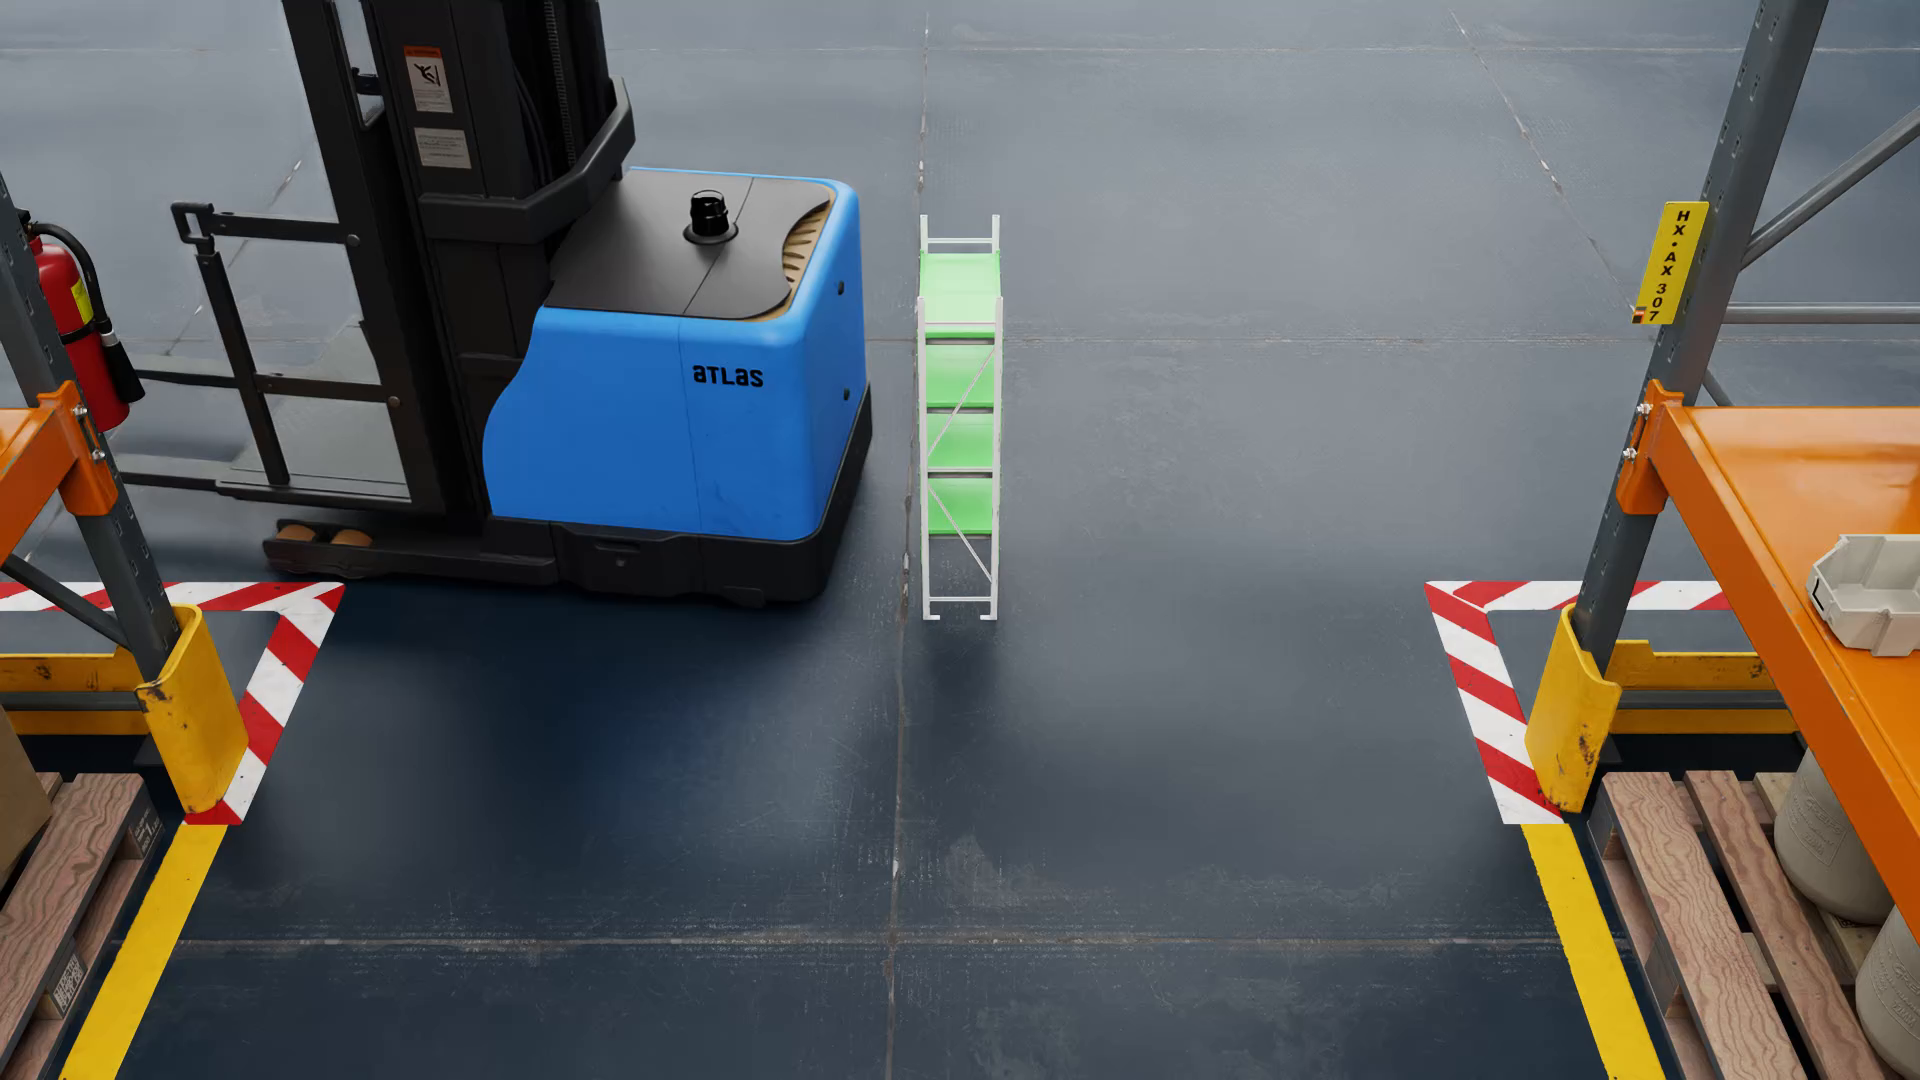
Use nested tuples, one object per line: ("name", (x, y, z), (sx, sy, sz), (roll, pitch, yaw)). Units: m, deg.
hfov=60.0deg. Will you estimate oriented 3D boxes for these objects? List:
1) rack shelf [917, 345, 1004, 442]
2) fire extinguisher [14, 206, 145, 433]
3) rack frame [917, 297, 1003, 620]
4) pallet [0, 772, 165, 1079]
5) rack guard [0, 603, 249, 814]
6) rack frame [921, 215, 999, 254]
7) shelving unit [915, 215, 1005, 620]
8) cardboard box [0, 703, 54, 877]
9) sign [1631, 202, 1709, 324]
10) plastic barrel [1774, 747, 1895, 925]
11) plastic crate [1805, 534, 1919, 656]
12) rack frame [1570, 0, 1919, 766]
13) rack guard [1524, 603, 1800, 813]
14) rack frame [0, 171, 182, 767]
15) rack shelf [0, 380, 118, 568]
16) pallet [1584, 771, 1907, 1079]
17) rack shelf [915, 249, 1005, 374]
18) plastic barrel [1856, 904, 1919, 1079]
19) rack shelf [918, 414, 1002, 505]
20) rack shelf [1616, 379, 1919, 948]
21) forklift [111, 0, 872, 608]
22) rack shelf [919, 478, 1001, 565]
("rack shelf", (0.000, -0.502, 5.135), (0.258, 0.148, 0.480), (0, 39, 0))
("fire extinguisher", (-2.259, -0.581, 4.139), (0.296, 0.674, 0.183), (0, 39, 0))
("rack frame", (0.000, -0.212, 5.055), (0.240, 1.200, 0.015), (0, 39, 0))
("pallet", (-2.754, 1.104, 4.204), (1.003, 0.211, 1.213), (0, 39, 0))
("rack guard", (-2.720, 0.483, 4.747), (1.175, 0.500, 0.348), (0, 39, 0))
("rack frame", (0.000, -0.517, 5.436), (0.240, 1.200, 0.015), (0, 39, 0))
("shelving unit", (0.000, -0.365, 5.246), (0.258, 1.200, 0.503), (0, 39, 0))
("cardboard box", (-2.736, 0.662, 4.188), (0.500, 0.500, 0.500), (7, 39, 8))
("sign", (1.683, -0.654, 3.946), (0.100, 0.325, 0.005), (0, 39, 0))
("plastic barrel", (2.310, 0.675, 4.162), (0.421, 0.512, 0.421), (0, 39, 0))
("plastic crate", (1.912, 0.119, 3.413), (0.298, 0.136, 0.250), (0, 39, 0))
("rack frame", (2.233, -0.543, 4.029), (1.000, 3.000, 0.127), (0, 39, 0))
("rack guard", (2.280, 0.480, 4.752), (1.175, 0.500, 0.348), (0, 39, 0))
("rack frame", (-2.720, -0.540, 4.025), (1.000, 3.000, 0.127), (0, 39, 0))
("rack shelf", (-2.717, 0.992, 2.689), (1.077, 0.370, 4.000), (0, 39, 0))
("pallet", (2.276, 1.100, 4.208), (1.003, 0.211, 1.213), (0, 39, 0))
("rack shelf", (0.000, -0.689, 4.985), (0.258, 0.148, 0.480), (0, 39, 0))
("plastic barrel", (2.311, 0.989, 3.771), (0.421, 0.512, 0.421), (0, 39, 0))
("rack shelf", (0.000, -0.315, 5.286), (0.258, 0.148, 0.480), (0, 39, 0))
("rack shelf", (2.235, 0.988, 2.694), (1.077, 0.370, 4.000), (0, 39, 0))
("forklift", (-1.881, -1.334, 5.071), (3.031, 2.935, 1.130), (5, 39, 6))
("rack shelf", (0.000, -0.128, 5.436), (0.258, 0.148, 0.480), (0, 39, 0))
